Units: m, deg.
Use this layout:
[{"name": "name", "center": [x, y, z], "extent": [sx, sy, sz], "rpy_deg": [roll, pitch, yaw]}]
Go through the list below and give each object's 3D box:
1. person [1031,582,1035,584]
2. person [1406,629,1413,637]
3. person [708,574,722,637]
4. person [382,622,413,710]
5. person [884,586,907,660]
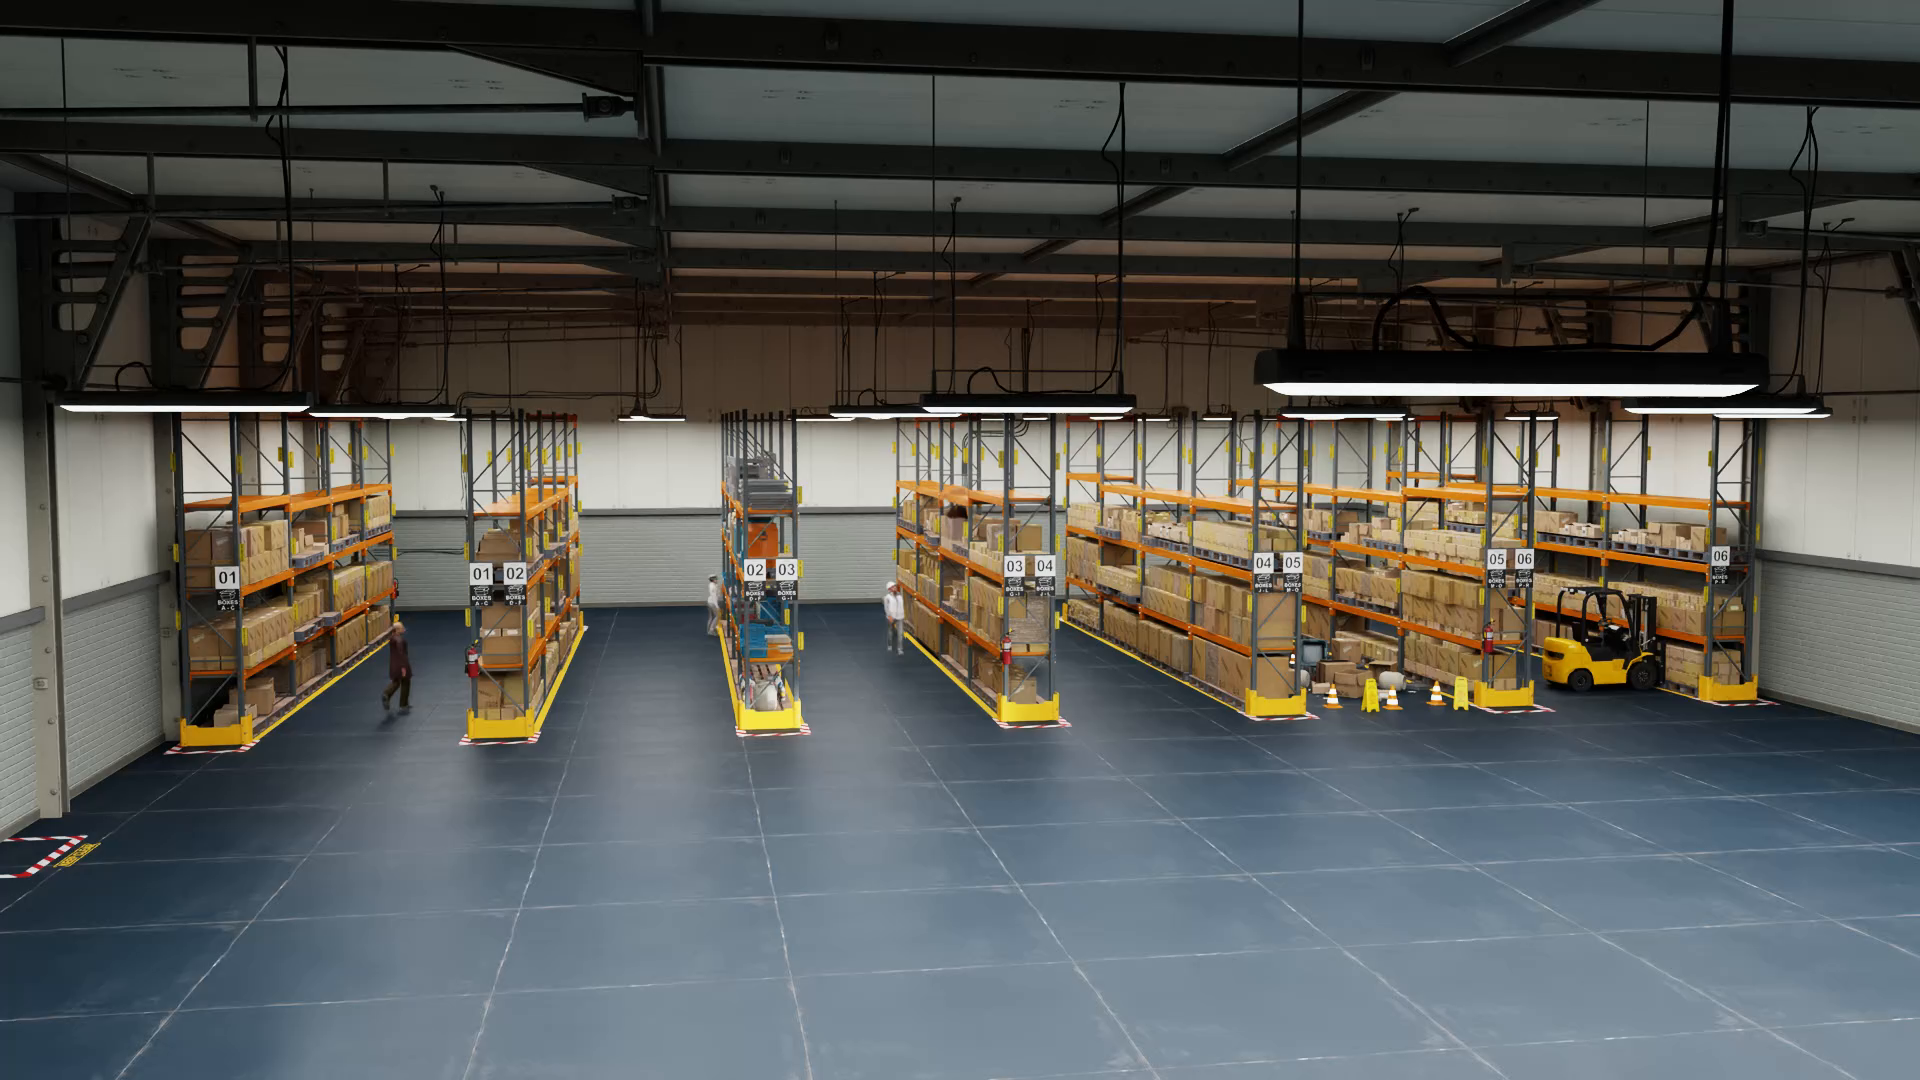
[{"name": "person", "center": [1.679, 1.869, 39.383], "extent": [0.452, 1.771, 0.610], "rpy_deg": [-1, 4, -12]}, {"name": "person", "center": [11.325, 1.950, 41.654], "extent": [0.405, 1.772, 0.663], "rpy_deg": [2, 4, 24]}, {"name": "person", "center": [-6.612, 1.758, 44.771], "extent": [0.369, 1.663, 0.594], "rpy_deg": [0, 4, -2]}, {"name": "person", "center": [-11.193, 2.513, 33.150], "extent": [0.559, 1.768, 0.625], "rpy_deg": [3, 5, 35]}, {"name": "person", "center": [-1.518, 1.950, 39.232], "extent": [0.576, 1.743, 0.892], "rpy_deg": [-1, 4, -8]}]
